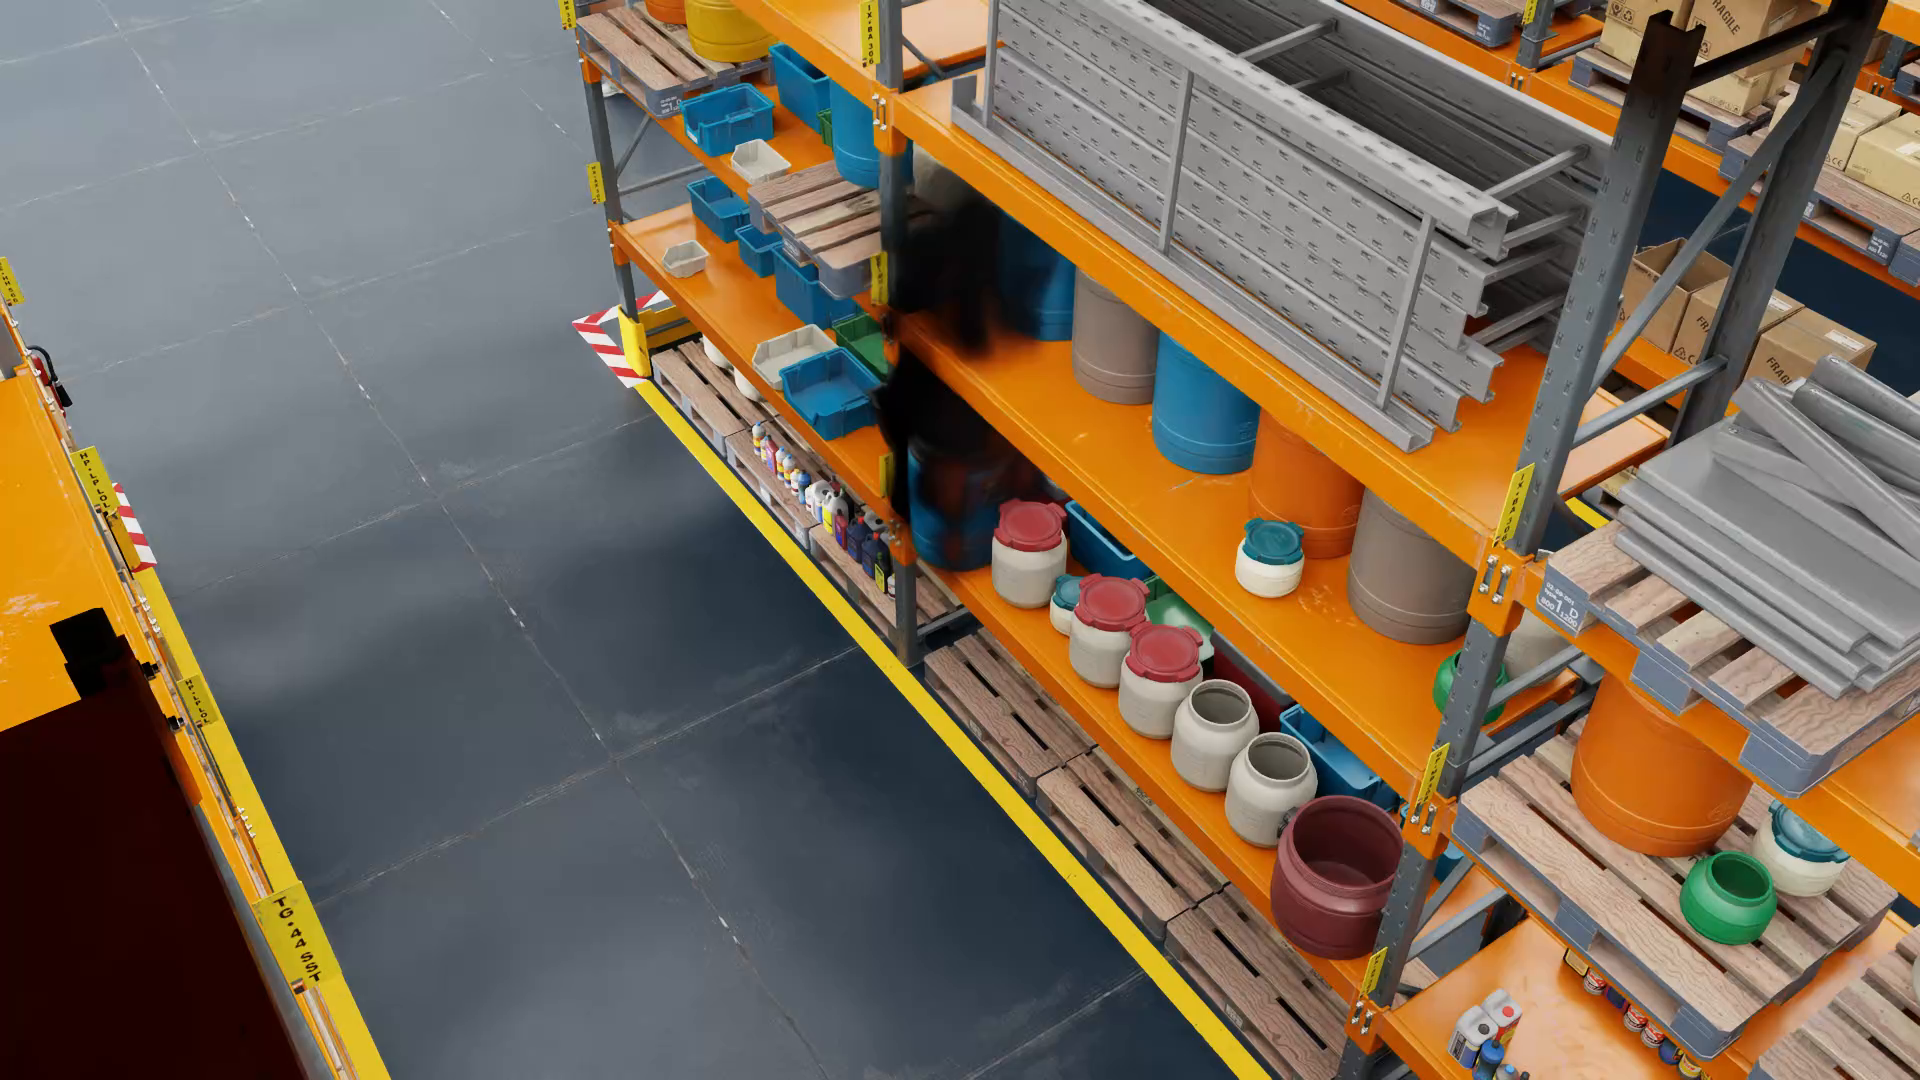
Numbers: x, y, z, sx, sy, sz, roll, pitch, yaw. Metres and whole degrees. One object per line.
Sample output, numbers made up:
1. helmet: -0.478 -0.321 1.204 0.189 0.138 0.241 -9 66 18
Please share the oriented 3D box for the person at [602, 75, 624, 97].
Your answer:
1. person: -3.422 -5.114 16.049 0.637 1.732 0.710 -10 44 -11
